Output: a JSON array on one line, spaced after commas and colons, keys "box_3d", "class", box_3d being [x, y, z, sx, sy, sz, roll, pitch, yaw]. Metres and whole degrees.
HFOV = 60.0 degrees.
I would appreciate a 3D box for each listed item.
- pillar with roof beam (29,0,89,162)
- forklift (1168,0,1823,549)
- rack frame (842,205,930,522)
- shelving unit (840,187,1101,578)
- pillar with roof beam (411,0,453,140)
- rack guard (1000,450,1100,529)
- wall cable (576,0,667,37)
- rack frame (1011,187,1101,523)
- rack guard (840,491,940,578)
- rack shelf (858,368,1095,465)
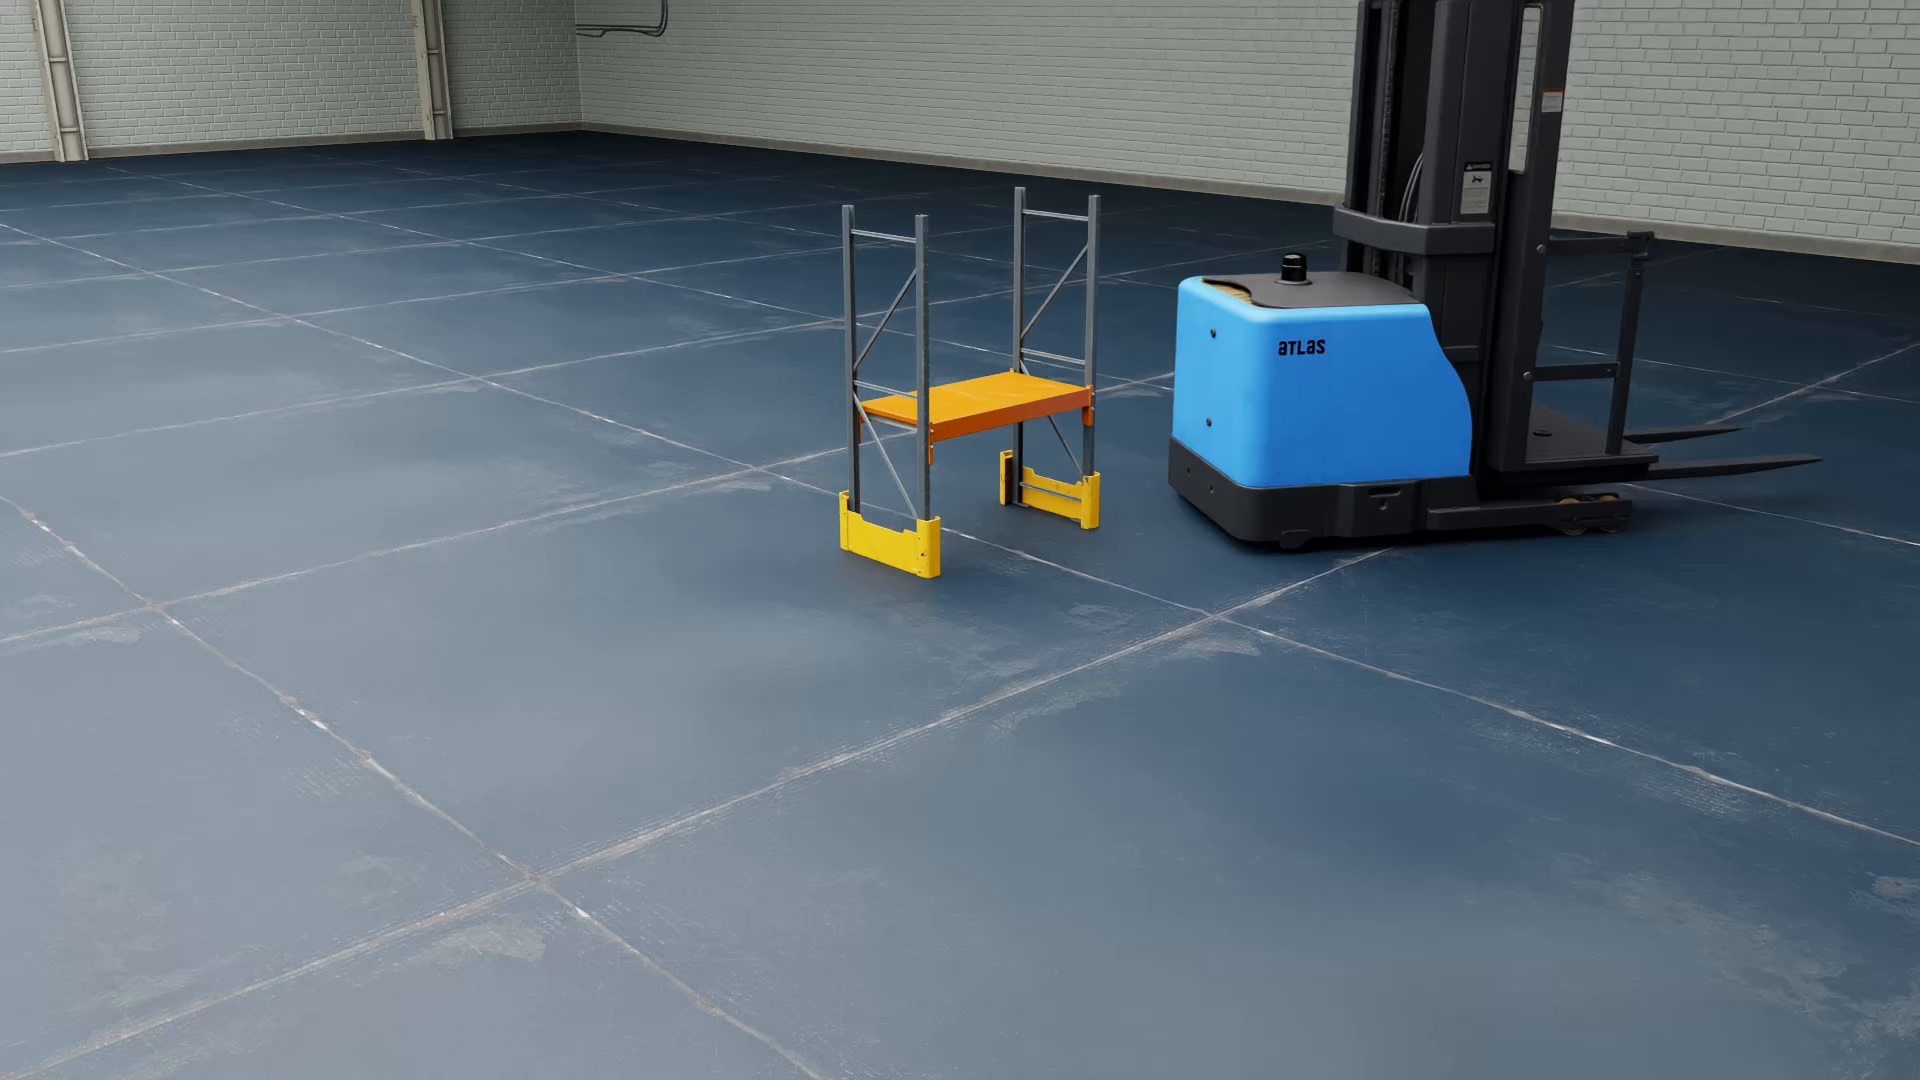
[{"box_3d": [-10.566, -9.100, 20.962, 0.400, 9.000, 9.100, -16, 24, -41], "class": "pillar with roof beam"}, {"box_3d": [2.585, -1.570, 7.575, 3.031, 2.935, 1.130, -4, 18, -12], "class": "forklift"}, {"box_3d": [-0.307, -0.624, 6.977, 0.032, 1.500, 0.500, -16, 24, -41], "class": "rack frame"}, {"box_3d": [0.055, -0.730, 7.303, 1.083, 1.500, 0.587, -16, 24, -41], "class": "shelving unit"}, {"box_3d": [-6.207, -10.372, 24.883, 0.400, 9.000, 9.100, -16, 24, -41], "class": "pillar with roof beam"}, {"box_3d": [0.417, -0.241, 7.821, 0.087, 0.250, 0.587, -16, 24, -41], "class": "rack guard"}, {"box_3d": [-6.115, -10.187, 29.349, 0.112, 2.526, 3.097, -16, 24, -41], "class": "wall cable"}, {"box_3d": [0.431, -0.839, 7.641, 0.032, 1.500, 0.500, -16, 24, -41], "class": "rack frame"}, {"box_3d": [-0.306, -0.030, 7.170, 0.087, 0.250, 0.587, -16, 24, -41], "class": "rack guard"}, {"box_3d": [0.062, -0.560, 7.365, 1.000, 0.185, 0.538, -16, 24, -41], "class": "rack shelf"}]
